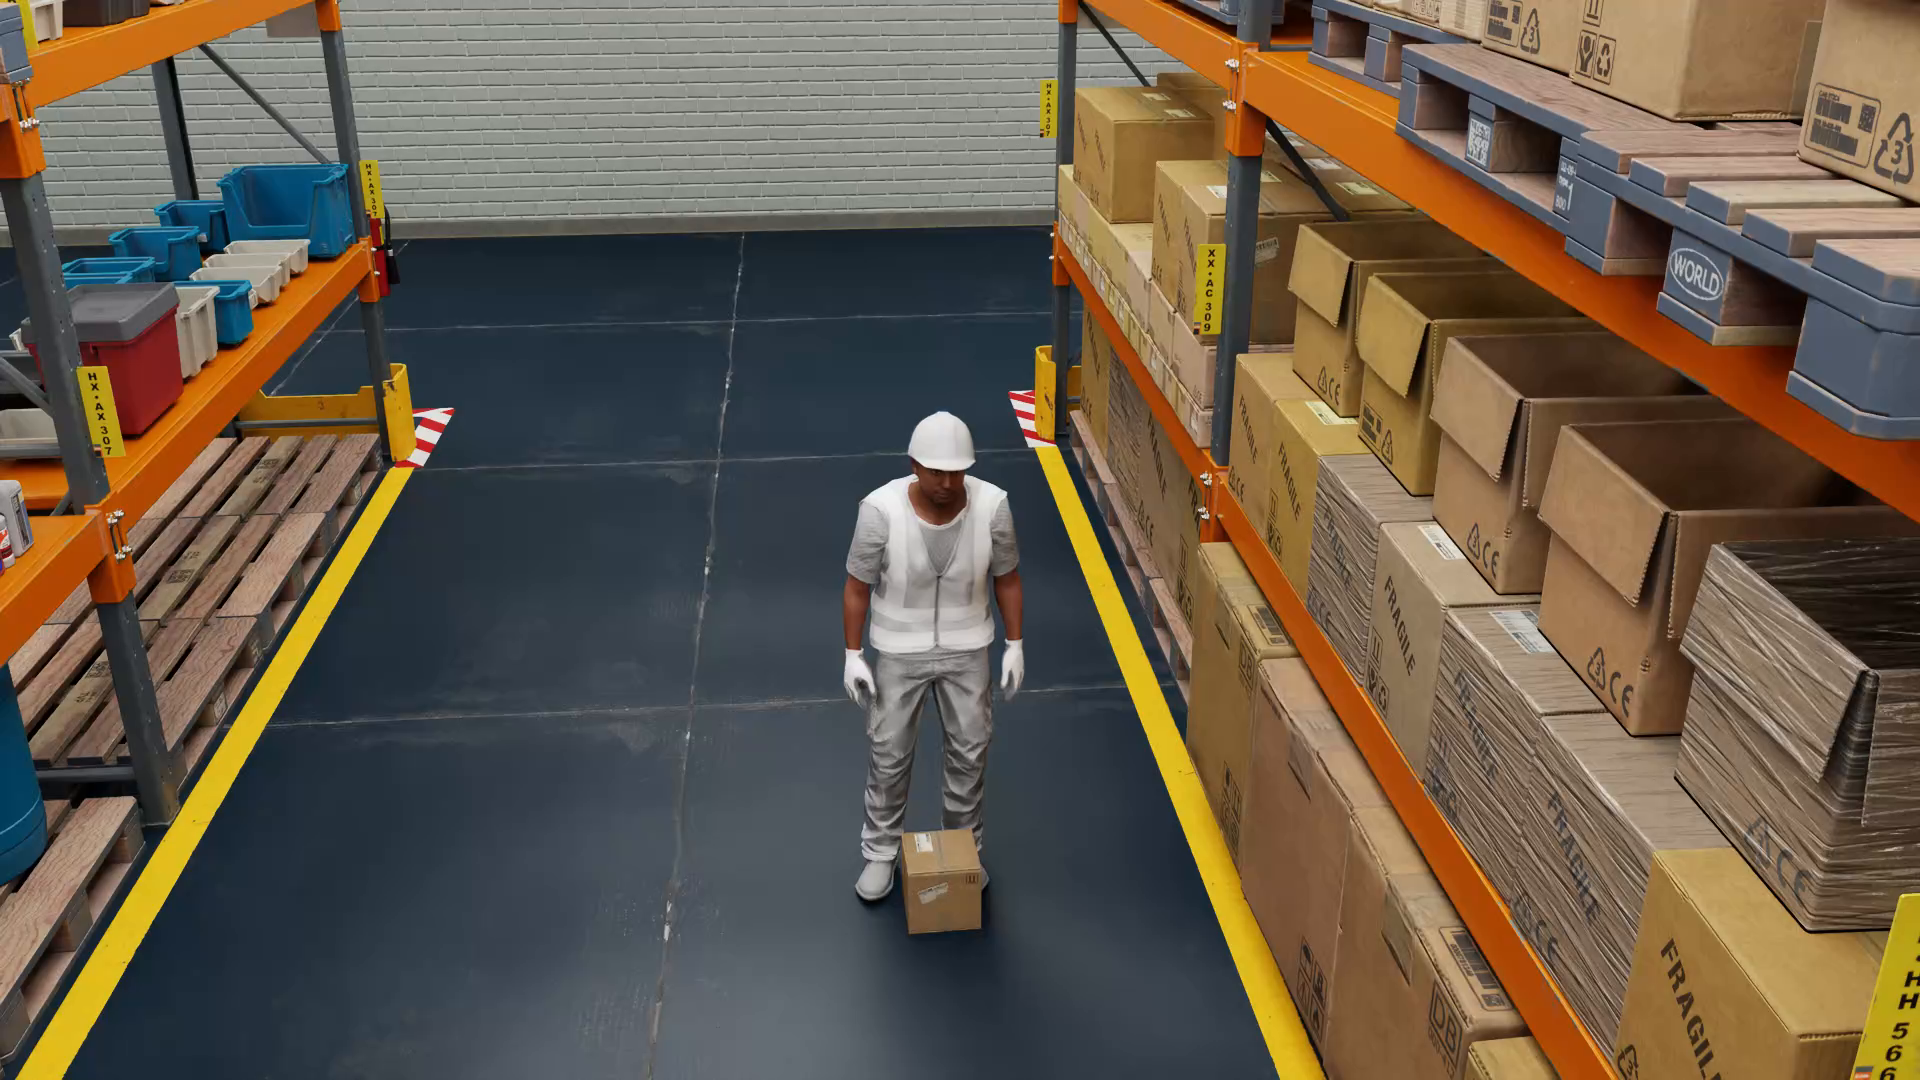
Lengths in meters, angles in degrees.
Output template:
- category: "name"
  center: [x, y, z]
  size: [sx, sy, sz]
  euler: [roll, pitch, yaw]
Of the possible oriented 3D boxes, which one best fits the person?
- category: "person"
  center: [-0.087, 0.393, 5.679]
  size: [0.630, 1.776, 0.443]
  euler: [-3, 24, -8]
